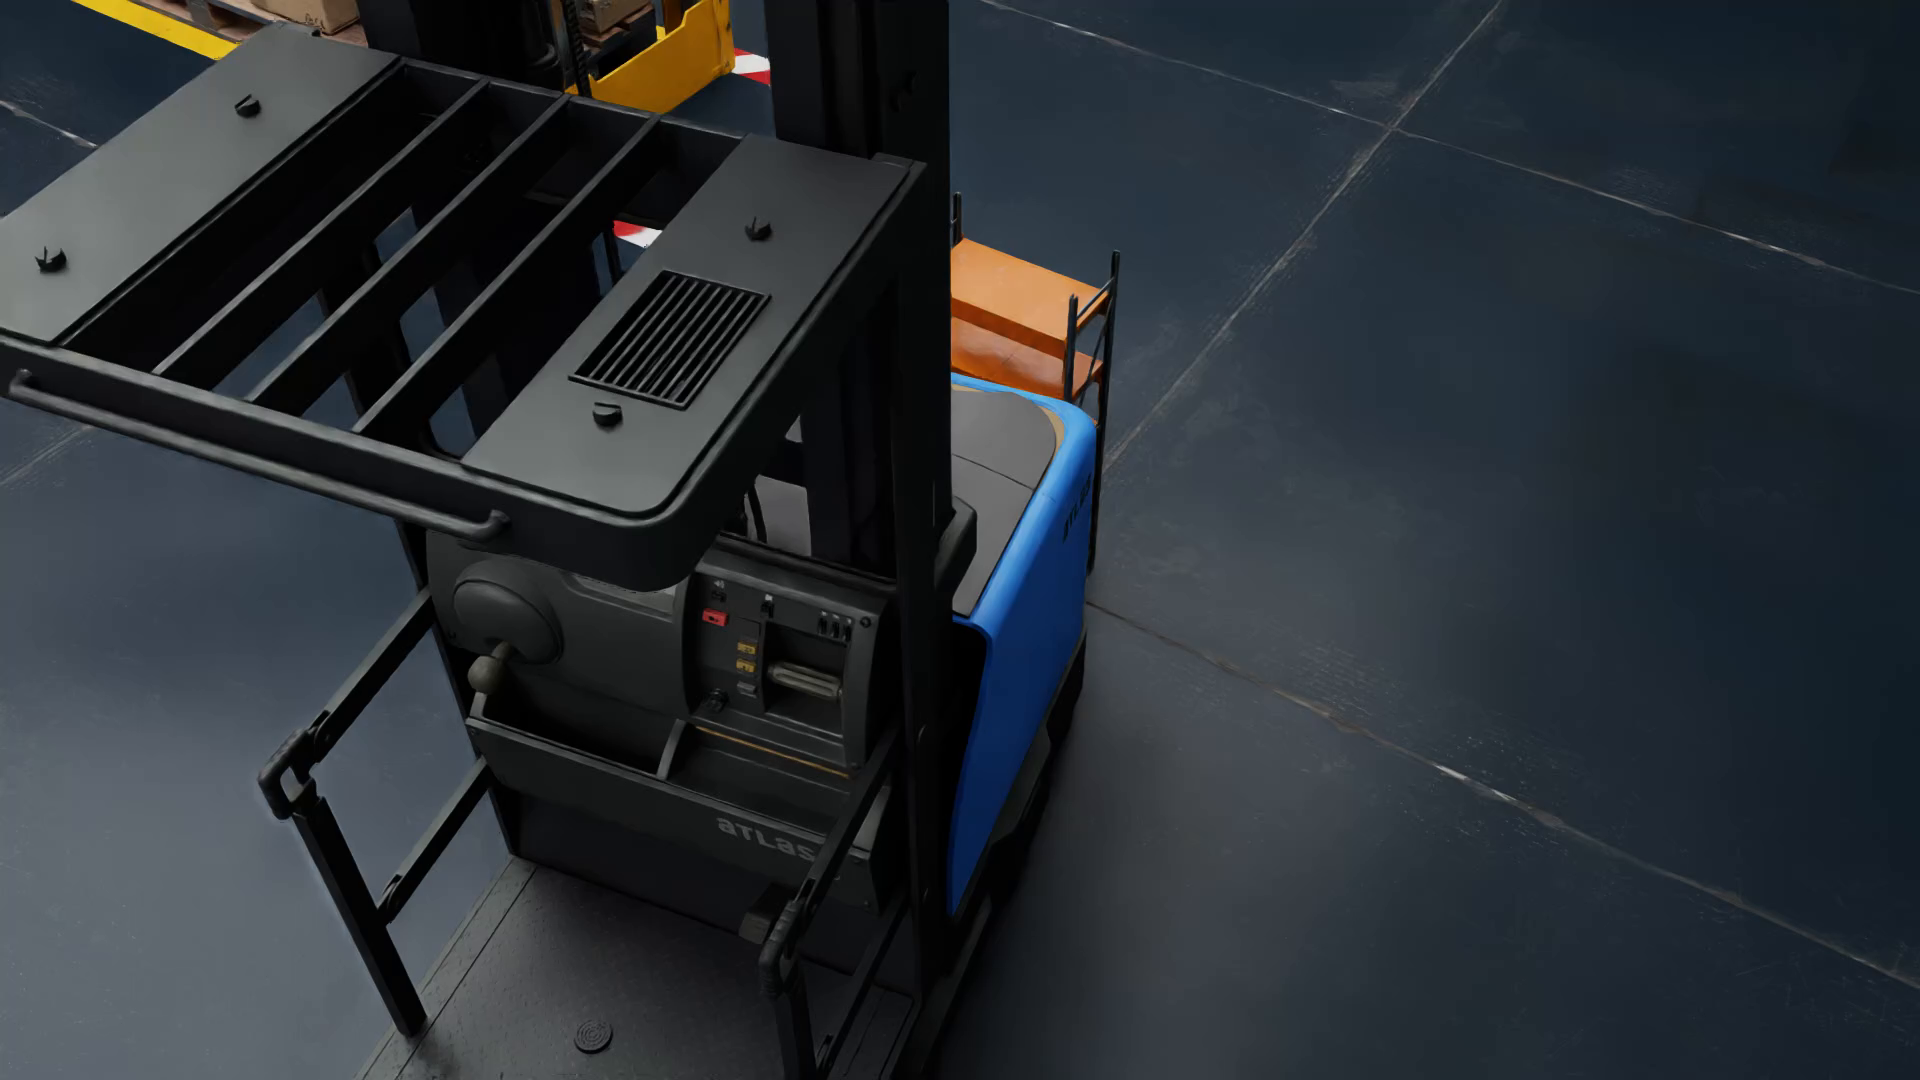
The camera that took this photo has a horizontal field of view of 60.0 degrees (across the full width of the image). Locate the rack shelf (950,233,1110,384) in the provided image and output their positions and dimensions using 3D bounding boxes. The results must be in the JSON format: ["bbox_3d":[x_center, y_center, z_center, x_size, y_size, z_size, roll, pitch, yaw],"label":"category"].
[{"bbox_3d":[0.139,-0.628,4.476,0.480,0.148,0.258,25,51,22],"label":"rack shelf"}]

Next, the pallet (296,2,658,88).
[{"bbox_3d":[-2.088,-2.181,7.222,1.213,0.211,1.003,25,51,22],"label":"pallet"}]

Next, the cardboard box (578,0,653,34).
[{"bbox_3d":[-1.519,-2.345,7.118,0.250,0.149,0.380,25,51,22],"label":"cardboard box"}]

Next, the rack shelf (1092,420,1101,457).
[{"bbox_3d":[0.139,-0.307,4.806,0.480,0.148,0.258,25,51,22],"label":"rack shelf"}]

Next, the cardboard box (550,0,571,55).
[{"bbox_3d":[-1.943,-2.159,6.693,0.500,0.500,0.500,25,51,22],"label":"cardboard box"}]

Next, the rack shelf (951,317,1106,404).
[{"bbox_3d":[0.139,-0.463,4.645,0.480,0.148,0.258,25,51,22],"label":"rack shelf"}]

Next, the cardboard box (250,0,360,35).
[{"bbox_3d":[-2.726,-2.458,7.158,0.500,0.250,0.500,25,51,22],"label":"cardboard box"}]

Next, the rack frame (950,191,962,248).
[{"bbox_3d":[-0.066,-0.449,4.849,0.015,1.200,0.240,25,51,22],"label":"rack frame"}]

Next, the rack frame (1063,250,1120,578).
[{"bbox_3d":[0.345,-0.260,4.666,0.015,1.200,0.240,25,51,22],"label":"rack frame"}]

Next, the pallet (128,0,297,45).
[{"bbox_3d":[-3.111,-2.654,7.682,1.213,0.211,1.003,25,51,22],"label":"pallet"}]

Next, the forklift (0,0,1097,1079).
[{"bbox_3d":[-0.660,0.261,2.953,1.130,2.935,3.031,16,48,15],"label":"forklift"}]

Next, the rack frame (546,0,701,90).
[{"bbox_3d":[-1.352,-2.815,5.894,0.127,3.000,1.000,25,51,22],"label":"rack frame"}]

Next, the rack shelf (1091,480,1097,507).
[{"bbox_3d":[0.139,-0.169,4.948,0.480,0.148,0.258,25,51,22],"label":"rack shelf"}]

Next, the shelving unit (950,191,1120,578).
[{"bbox_3d":[0.139,-0.354,4.757,0.503,1.200,0.258,25,51,22],"label":"shelving unit"}]

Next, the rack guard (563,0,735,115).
[{"bbox_3d":[-1.416,-1.974,6.819,0.348,0.500,1.175,25,51,22],"label":"rack guard"}]
